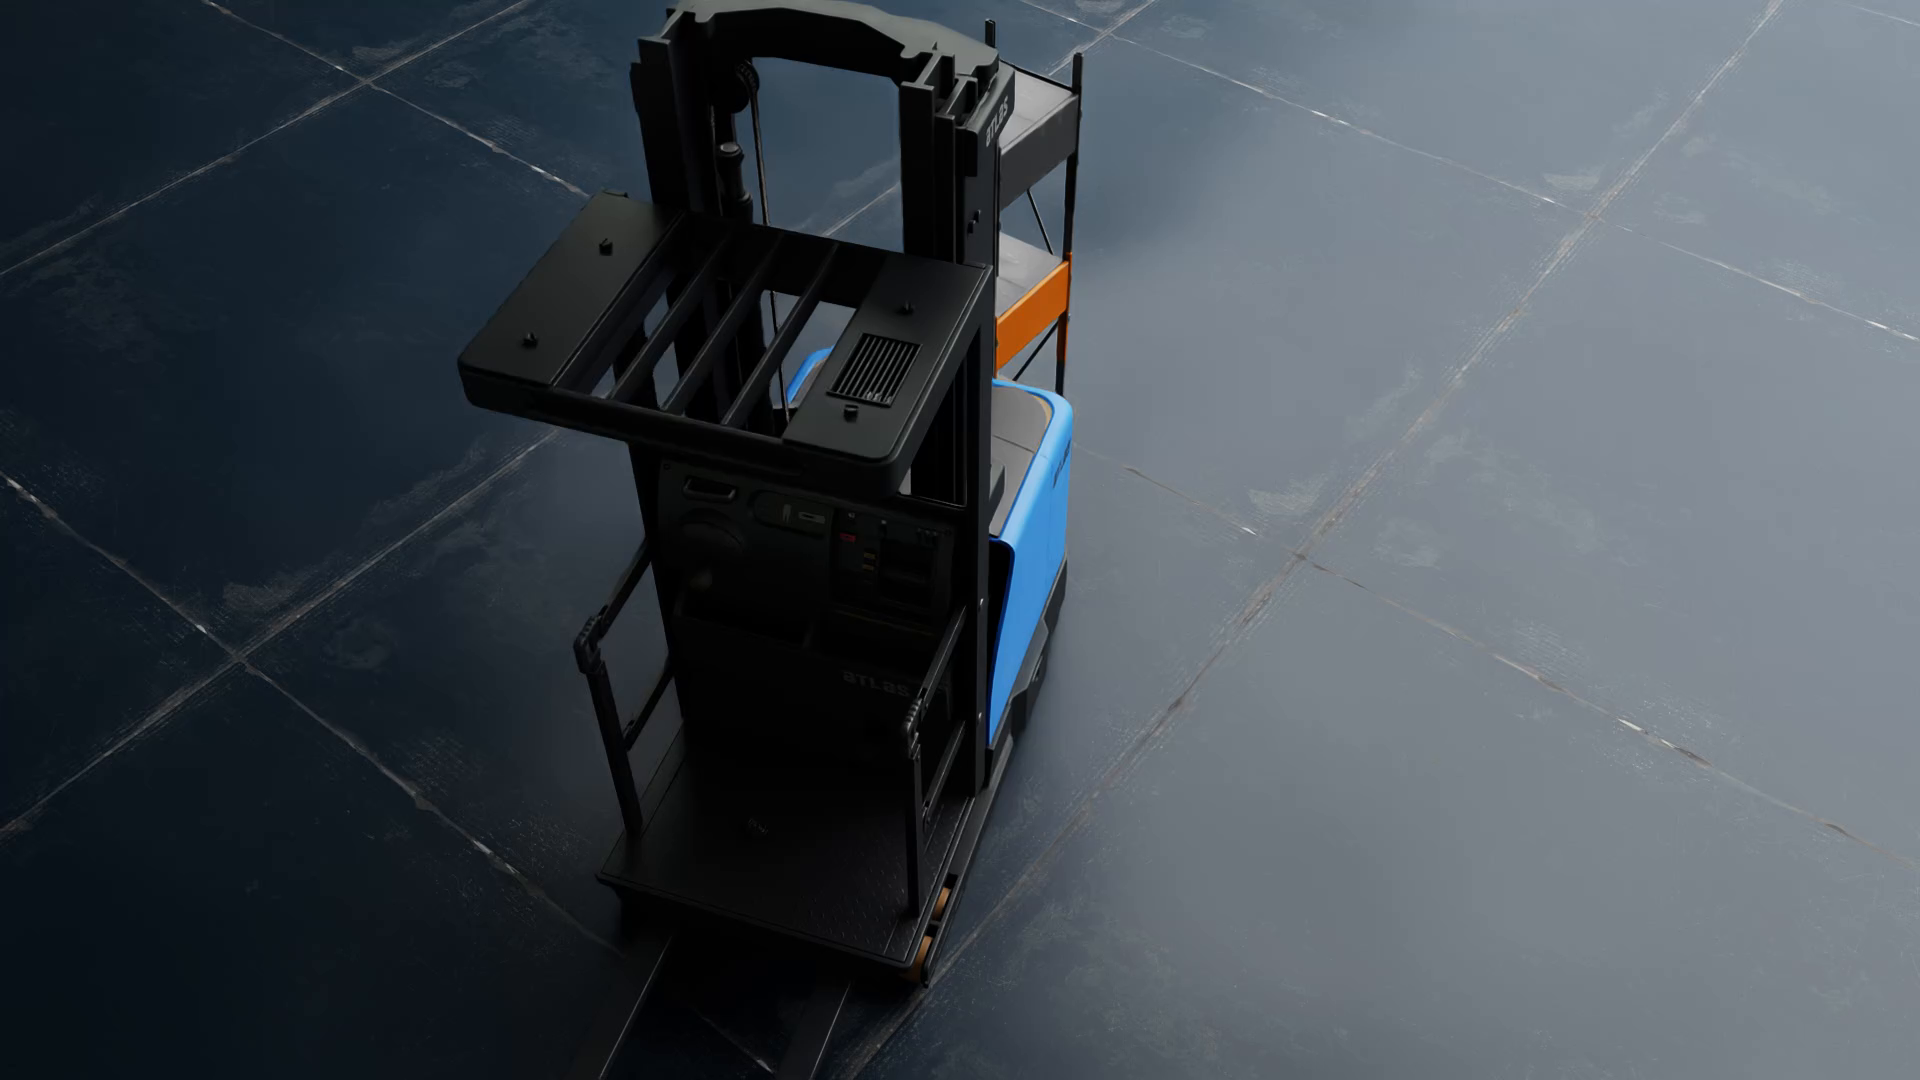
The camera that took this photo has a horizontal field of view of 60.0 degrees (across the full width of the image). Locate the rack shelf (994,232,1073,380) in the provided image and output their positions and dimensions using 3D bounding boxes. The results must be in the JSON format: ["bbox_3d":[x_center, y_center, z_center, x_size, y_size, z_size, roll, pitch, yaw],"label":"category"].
[{"bbox_3d":[0.107,-0.829,6.274,0.431,0.518,0.480,28,53,24],"label":"rack shelf"}]

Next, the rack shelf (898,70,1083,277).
[{"bbox_3d":[0.107,-1.313,5.768,0.431,0.518,0.480,28,53,24],"label":"rack shelf"}]

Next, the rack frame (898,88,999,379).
[{"bbox_3d":[-0.039,-0.697,6.129,0.400,2.100,0.015,28,53,24],"label":"rack frame"}]

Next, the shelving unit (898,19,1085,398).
[{"bbox_3d":[0.107,-0.839,6.264,0.431,2.100,0.503,28,53,24],"label":"shelving unit"}]

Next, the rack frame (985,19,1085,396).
[{"bbox_3d":[0.252,-0.980,6.399,0.400,2.100,0.015,28,53,24],"label":"rack frame"}]

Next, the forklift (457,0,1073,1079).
[{"bbox_3d":[-0.525,0.116,4.776,1.130,2.935,3.031,13,48,12],"label":"forklift"}]

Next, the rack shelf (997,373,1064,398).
[{"bbox_3d":[0.107,-0.346,6.780,0.431,0.518,0.480,28,53,24],"label":"rack shelf"}]
